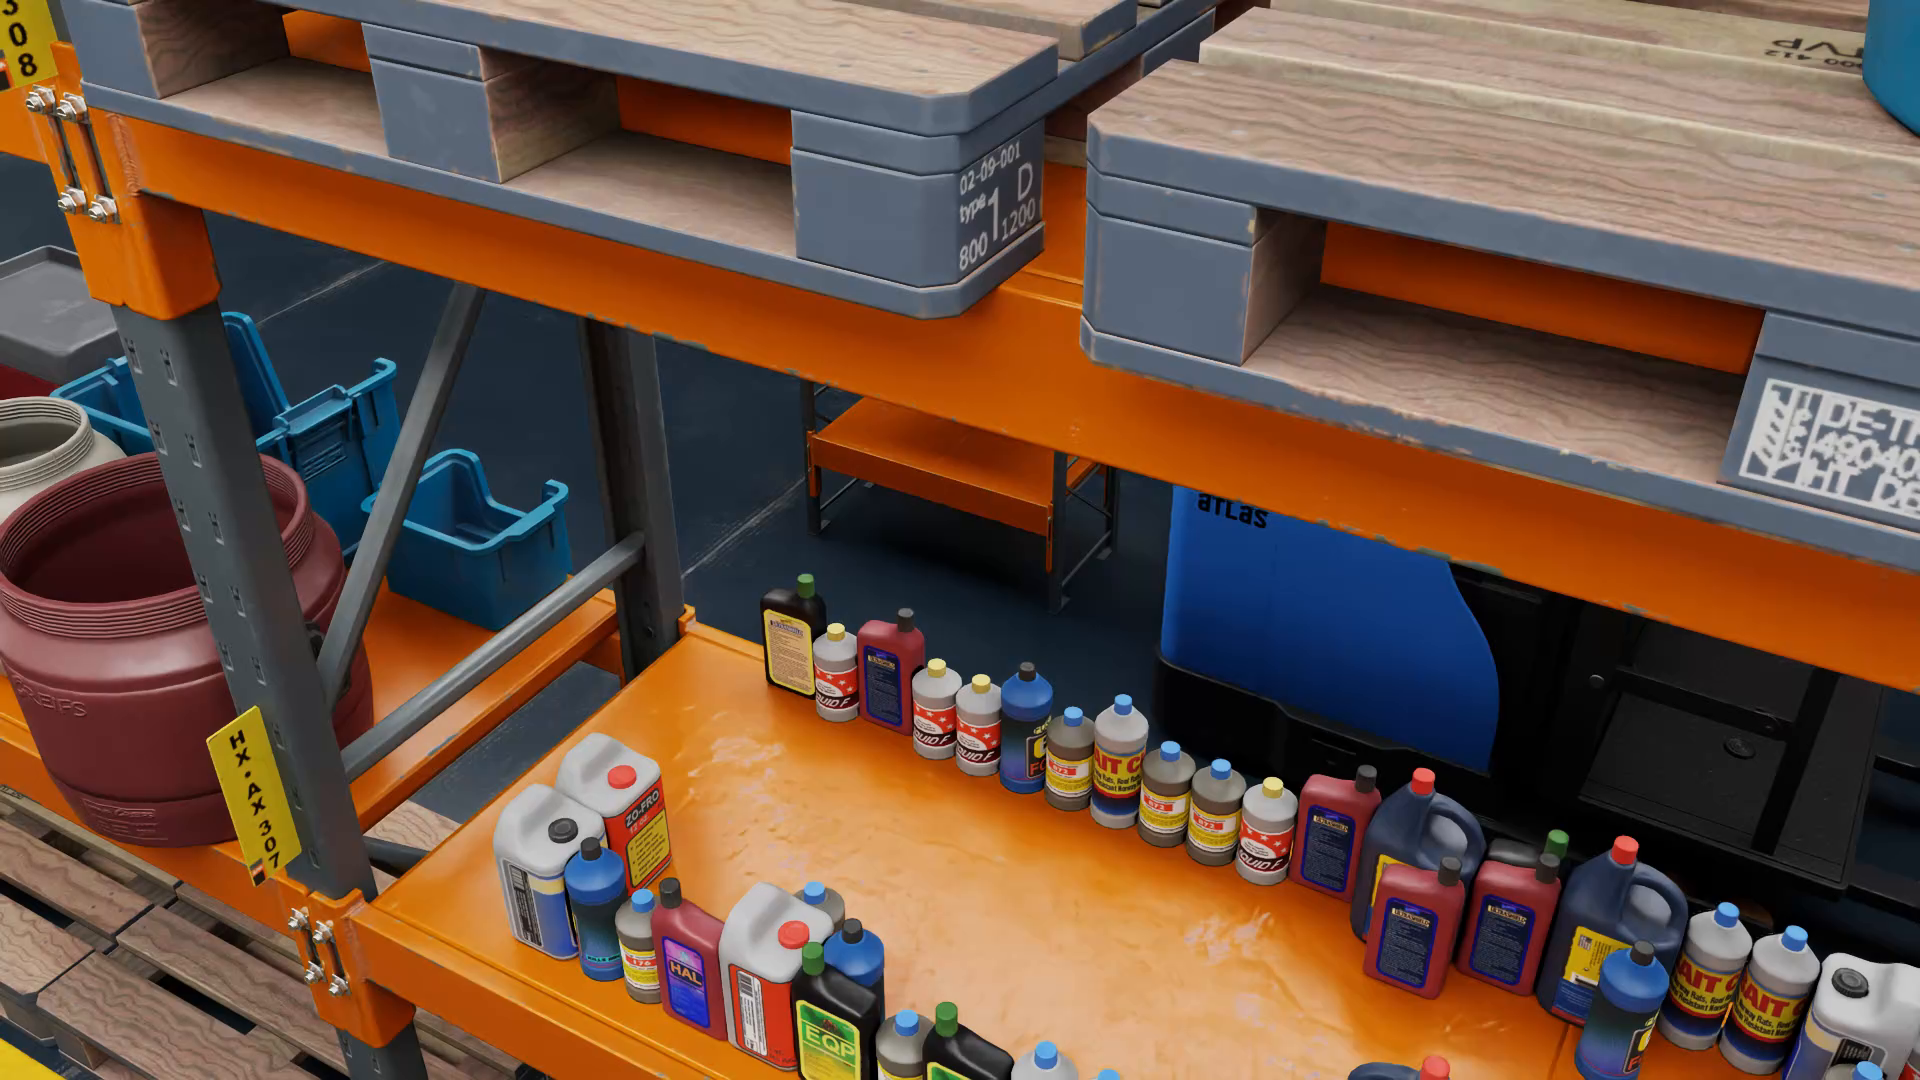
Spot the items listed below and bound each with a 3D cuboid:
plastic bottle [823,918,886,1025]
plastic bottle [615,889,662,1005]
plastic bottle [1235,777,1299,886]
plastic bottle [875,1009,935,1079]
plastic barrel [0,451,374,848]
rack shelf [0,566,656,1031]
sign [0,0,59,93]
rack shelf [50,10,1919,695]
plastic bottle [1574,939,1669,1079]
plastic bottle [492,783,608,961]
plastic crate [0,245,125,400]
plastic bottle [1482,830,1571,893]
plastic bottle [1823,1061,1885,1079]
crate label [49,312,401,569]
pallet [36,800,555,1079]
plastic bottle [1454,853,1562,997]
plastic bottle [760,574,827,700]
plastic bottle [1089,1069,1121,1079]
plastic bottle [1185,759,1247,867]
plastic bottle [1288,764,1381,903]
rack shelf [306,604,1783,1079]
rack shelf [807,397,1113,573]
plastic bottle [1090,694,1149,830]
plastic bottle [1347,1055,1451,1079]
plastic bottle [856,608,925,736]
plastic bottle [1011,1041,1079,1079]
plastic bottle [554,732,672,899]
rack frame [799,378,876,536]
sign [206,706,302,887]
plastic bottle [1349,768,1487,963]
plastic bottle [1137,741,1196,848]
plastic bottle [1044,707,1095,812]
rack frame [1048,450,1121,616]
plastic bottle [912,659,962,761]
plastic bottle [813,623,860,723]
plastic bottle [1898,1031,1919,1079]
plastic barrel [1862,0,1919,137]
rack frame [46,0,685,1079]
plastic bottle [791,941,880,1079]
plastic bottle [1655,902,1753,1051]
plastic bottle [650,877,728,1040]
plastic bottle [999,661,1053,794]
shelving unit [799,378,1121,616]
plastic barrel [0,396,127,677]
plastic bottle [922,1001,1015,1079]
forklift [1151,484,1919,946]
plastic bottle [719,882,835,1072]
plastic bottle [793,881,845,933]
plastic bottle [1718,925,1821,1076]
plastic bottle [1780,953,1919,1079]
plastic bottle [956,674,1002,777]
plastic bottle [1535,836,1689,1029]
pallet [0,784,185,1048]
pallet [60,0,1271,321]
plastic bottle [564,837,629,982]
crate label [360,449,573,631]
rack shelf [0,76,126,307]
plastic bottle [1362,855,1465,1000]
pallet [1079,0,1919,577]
[{"bbox_3d":[-0.165,0.700,2.609,0.097,0.271,0.097,0,34,0],"label":"plastic bottle"},{"bbox_3d":[-0.512,0.658,2.735,0.097,0.201,0.097,0,34,0],"label":"plastic bottle"},{"bbox_3d":[0.547,0.509,2.959,0.097,0.201,0.097,0,34,0],"label":"plastic bottle"},{"bbox_3d":[-0.079,0.795,2.529,0.097,0.201,0.097,0,34,0],"label":"plastic bottle"},{"bbox_3d":[-1.452,0.190,3.135,0.708,0.536,0.600,18,37,24],"label":"plastic barrel"},{"bbox_3d":[-2.635,-0.022,4.225,4.000,0.370,1.077,18,37,24],"label":"rack shelf"},{"bbox_3d":[-1.166,-0.709,1.997,0.005,0.325,0.100,18,37,24],"label":"sign"},{"bbox_3d":[0.838,-0.170,1.742,4.000,0.370,1.077,18,37,24],"label":"rack shelf"},{"bbox_3d":[1.028,0.724,2.572,0.097,0.271,0.097,0,34,0],"label":"plastic bottle"},{"bbox_3d":[-0.684,0.555,2.822,0.135,0.276,0.152,18,37,24],"label":"plastic bottle"},{"bbox_3d":[-2.150,-0.389,4.071,0.583,0.464,0.402,18,37,24],"label":"plastic crate"},{"bbox_3d":[0.933,0.585,2.770,0.133,0.283,0.061,18,37,24],"label":"plastic bottle"},{"bbox_3d":[1.310,0.848,2.450,0.097,0.201,0.097,0,34,0],"label":"plastic bottle"},{"bbox_3d":[-1.627,-0.189,3.796,0.616,0.435,0.502,18,37,24],"label":"crate label"},{"bbox_3d":[-1.552,1.158,4.321,1.213,0.211,1.003,18,37,24],"label":"pallet"},{"bbox_3d":[0.902,0.615,2.726,0.133,0.283,0.061,18,37,24],"label":"plastic bottle"},{"bbox_3d":[-0.336,0.183,3.374,0.133,0.283,0.061,18,37,24],"label":"plastic bottle"},{"bbox_3d":[0.206,0.856,2.374,0.097,0.271,0.097,0,34,0],"label":"plastic bottle"},{"bbox_3d":[0.463,0.482,2.999,0.097,0.201,0.097,0,34,0],"label":"plastic bottle"},{"bbox_3d":[0.656,0.498,2.902,0.133,0.283,0.061,18,37,24],"label":"plastic bottle"},{"bbox_3d":[0.838,1.078,2.573,4.000,0.370,1.077,18,37,24],"label":"rack shelf"},{"bbox_3d":[0.006,-0.263,6.071,1.000,0.278,0.538,18,37,24],"label":"rack shelf"},{"bbox_3d":[0.294,0.399,3.060,0.097,0.271,0.097,0,34,0],"label":"plastic bottle"},{"bbox_3d":[0.616,0.841,2.325,0.185,0.351,0.144,18,37,24],"label":"plastic bottle"},{"bbox_3d":[-0.136,0.247,3.278,0.133,0.283,0.061,18,37,24],"label":"plastic bottle"},{"bbox_3d":[0.121,0.829,2.414,0.097,0.271,0.097,0,34,0],"label":"plastic bottle"},{"bbox_3d":[-0.608,0.482,2.932,0.135,0.276,0.152,18,37,24],"label":"plastic bottle"},{"bbox_3d":[-0.435,-0.606,6.145,0.032,1.125,0.500,18,37,24],"label":"rack frame"},{"bbox_3d":[-1.166,0.428,2.754,0.005,0.325,0.100,18,37,24],"label":"sign"},{"bbox_3d":[0.774,0.533,2.787,0.185,0.351,0.144,18,37,24],"label":"plastic bottle"},{"bbox_3d":[0.378,0.455,3.039,0.097,0.201,0.097,0,34,0],"label":"plastic bottle"},{"bbox_3d":[0.209,0.402,3.120,0.097,0.201,0.097,0,34,0],"label":"plastic bottle"},{"bbox_3d":[0.447,-0.327,5.726,0.032,1.125,0.500,18,37,24],"label":"rack frame"},{"bbox_3d":[-0.045,0.322,3.240,0.097,0.201,0.097,0,34,0],"label":"plastic bottle"},{"bbox_3d":[-0.245,0.258,3.335,0.097,0.201,0.097,0,34,0],"label":"plastic bottle"},{"bbox_3d":[1.470,0.801,2.520,0.097,0.201,0.097,0,34,0],"label":"plastic bottle"},{"bbox_3d":[1.016,-0.699,1.056,0.708,0.901,0.600,18,37,24],"label":"plastic barrel"},{"bbox_3d":[-0.899,0.229,3.200,0.127,3.000,1.000,18,37,24],"label":"rack frame"},{"bbox_3d":[-0.188,0.738,2.541,0.133,0.283,0.061,18,37,24],"label":"plastic bottle"},{"bbox_3d":[1.184,0.682,2.636,0.097,0.271,0.097,0,34,0],"label":"plastic bottle"},{"bbox_3d":[-0.421,0.664,2.651,0.133,0.283,0.061,18,37,24],"label":"plastic bottle"},{"bbox_3d":[0.124,0.346,3.140,0.097,0.271,0.097,0,34,0],"label":"plastic bottle"},{"bbox_3d":[0.006,-0.466,5.935,1.048,1.125,0.538,18,37,24],"label":"shelving unit"},{"bbox_3d":[-1.898,0.002,3.439,0.421,0.512,0.421,0,34,0],"label":"plastic barrel"},{"bbox_3d":[0.012,0.802,2.445,0.133,0.283,0.061,18,37,24],"label":"plastic bottle"},{"bbox_3d":[2.138,-0.417,4.231,3.031,2.935,1.130,18,38,25],"label":"forklift"},{"bbox_3d":[-0.282,0.682,2.631,0.135,0.276,0.152,18,37,24],"label":"plastic bottle"},{"bbox_3d":[-0.236,0.648,2.749,0.097,0.201,0.097,0,34,0],"label":"plastic bottle"},{"bbox_3d":[1.269,0.708,2.596,0.097,0.271,0.097,0,34,0],"label":"plastic bottle"},{"bbox_3d":[1.356,0.752,2.527,0.135,0.276,0.152,18,37,24],"label":"plastic bottle"},{"bbox_3d":[0.040,0.348,3.200,0.097,0.201,0.097,0,34,0],"label":"plastic bottle"},{"bbox_3d":[1.050,0.621,2.656,0.185,0.351,0.144,18,37,24],"label":"plastic bottle"},{"bbox_3d":[-2.607,0.822,4.826,1.213,0.211,1.003,18,37,24],"label":"pallet"},{"bbox_3d":[-0.283,-0.684,2.034,1.213,0.211,1.003,18,37,24],"label":"pallet"},{"bbox_3d":[-0.597,0.602,2.756,0.097,0.271,0.097,0,34,0],"label":"plastic bottle"},{"bbox_3d":[-1.079,0.002,3.691,0.416,0.233,0.303,18,37,24],"label":"crate label"},{"bbox_3d":[-2.635,-1.270,3.394,4.000,0.370,1.077,18,37,24],"label":"rack shelf"},{"bbox_3d":[0.745,0.618,2.721,0.133,0.283,0.061,18,37,24],"label":"plastic bottle"},{"bbox_3d":[0.859,-0.320,1.488,1.213,0.211,1.003,18,37,24],"label":"pallet"}]
